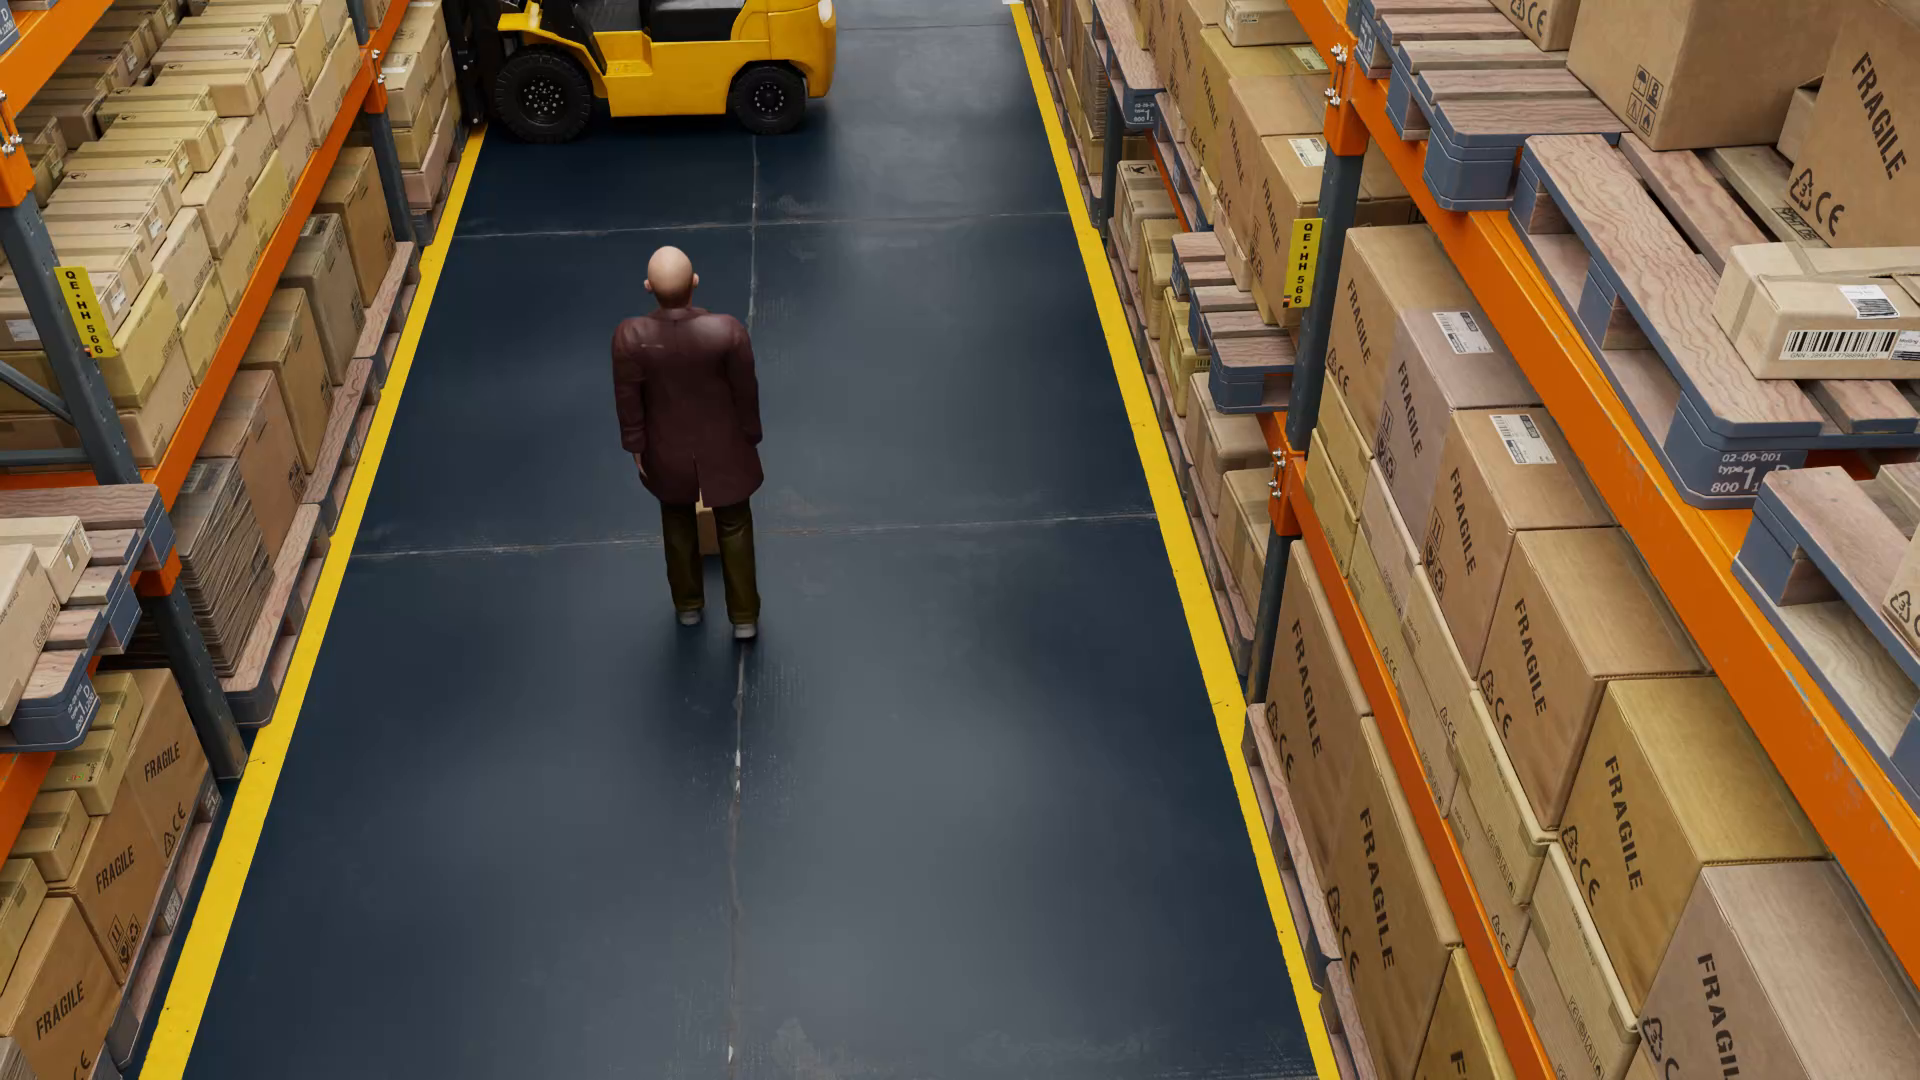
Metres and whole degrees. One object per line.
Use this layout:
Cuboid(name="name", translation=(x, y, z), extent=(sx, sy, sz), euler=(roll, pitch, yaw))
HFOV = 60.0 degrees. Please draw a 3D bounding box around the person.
Cuboid(name="person", translation=(-1.069, -0.376, 6.679), extent=(0.565, 1.816, 0.508), euler=(-2, 39, -3))
